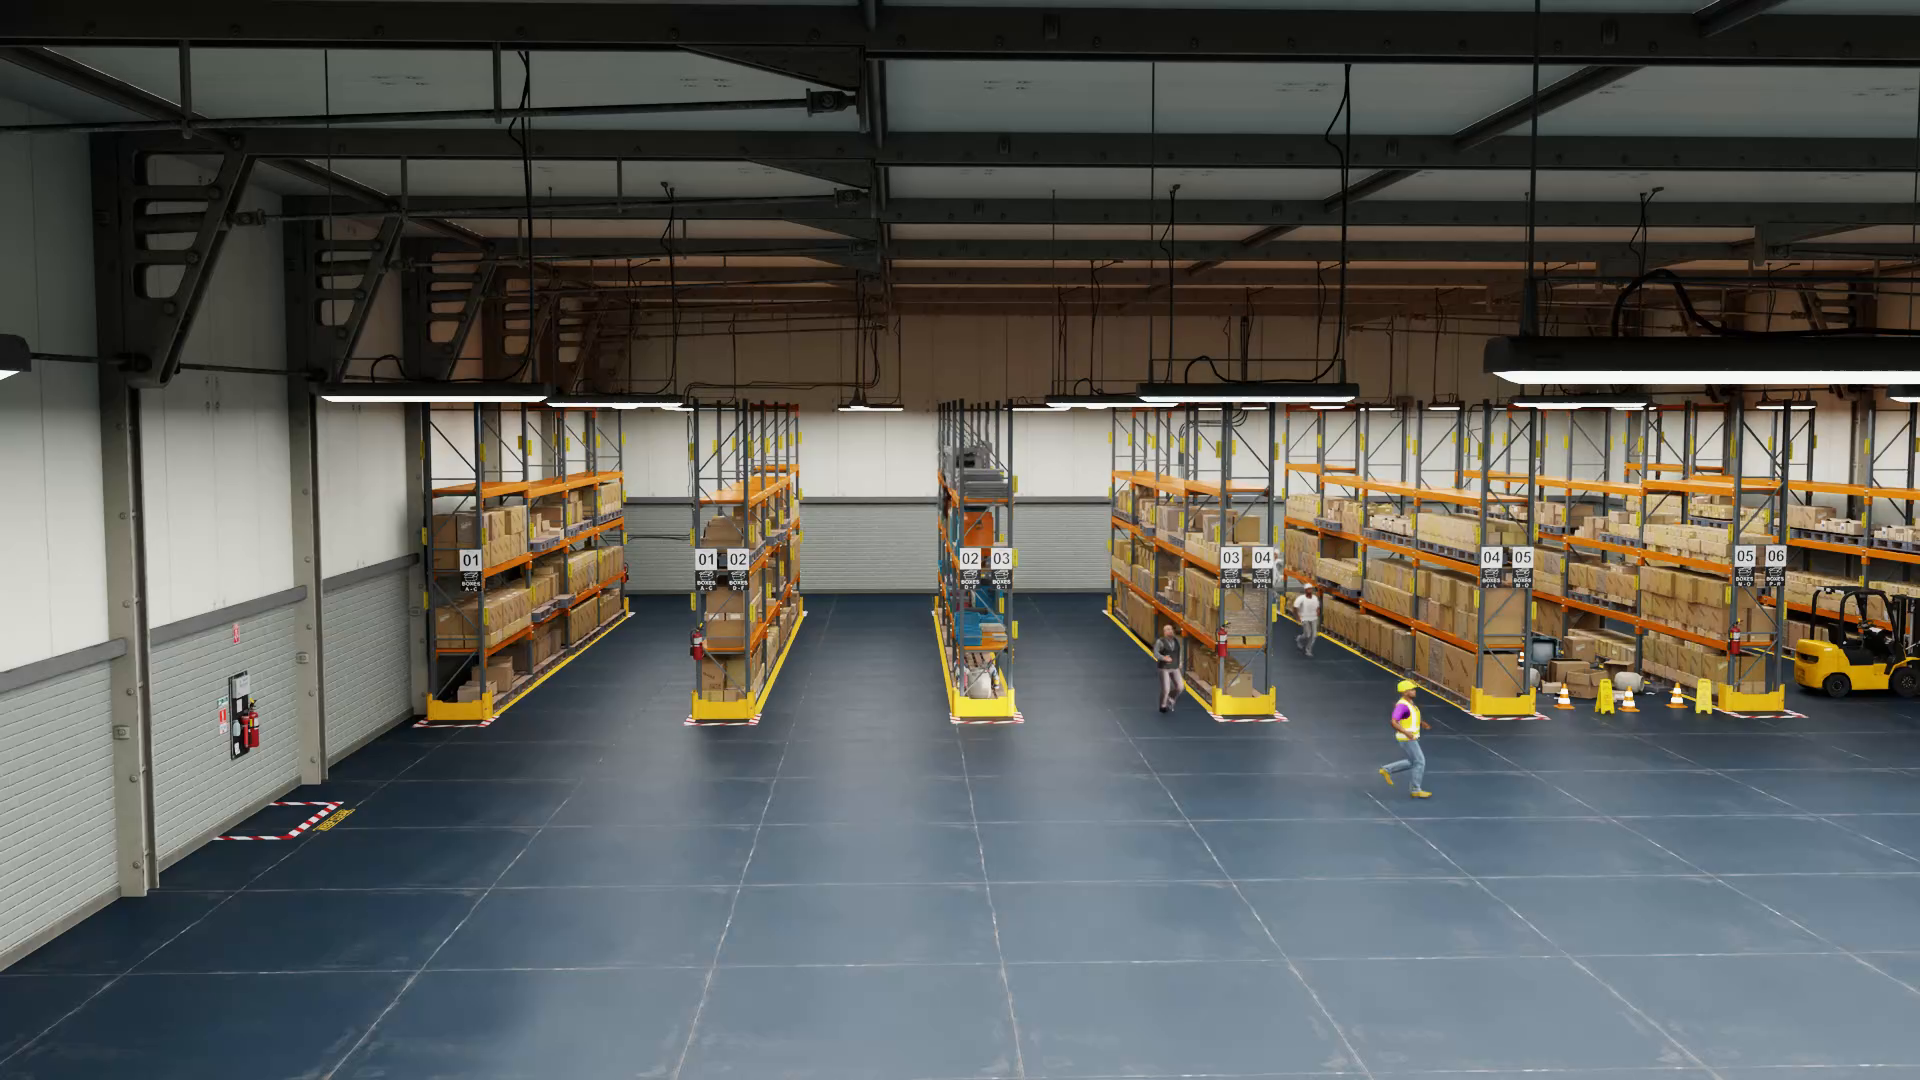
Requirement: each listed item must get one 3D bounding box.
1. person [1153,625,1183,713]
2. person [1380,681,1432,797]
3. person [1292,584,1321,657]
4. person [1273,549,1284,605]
[{"bbox_3d":[3.998,2.470,31.626,0.665,1.701,0.600,-1,5,-19],"label":"person"},{"bbox_3d":[6.680,2.968,24.907,0.795,1.732,0.712,2,5,24],"label":"person"},{"bbox_3d":[8.224,1.883,39.328,0.702,1.720,0.589,-1,5,-16],"label":"person"},{"bbox_3d":[9.149,1.135,48.628,0.986,1.755,0.701,-2,5,-27],"label":"person"}]
